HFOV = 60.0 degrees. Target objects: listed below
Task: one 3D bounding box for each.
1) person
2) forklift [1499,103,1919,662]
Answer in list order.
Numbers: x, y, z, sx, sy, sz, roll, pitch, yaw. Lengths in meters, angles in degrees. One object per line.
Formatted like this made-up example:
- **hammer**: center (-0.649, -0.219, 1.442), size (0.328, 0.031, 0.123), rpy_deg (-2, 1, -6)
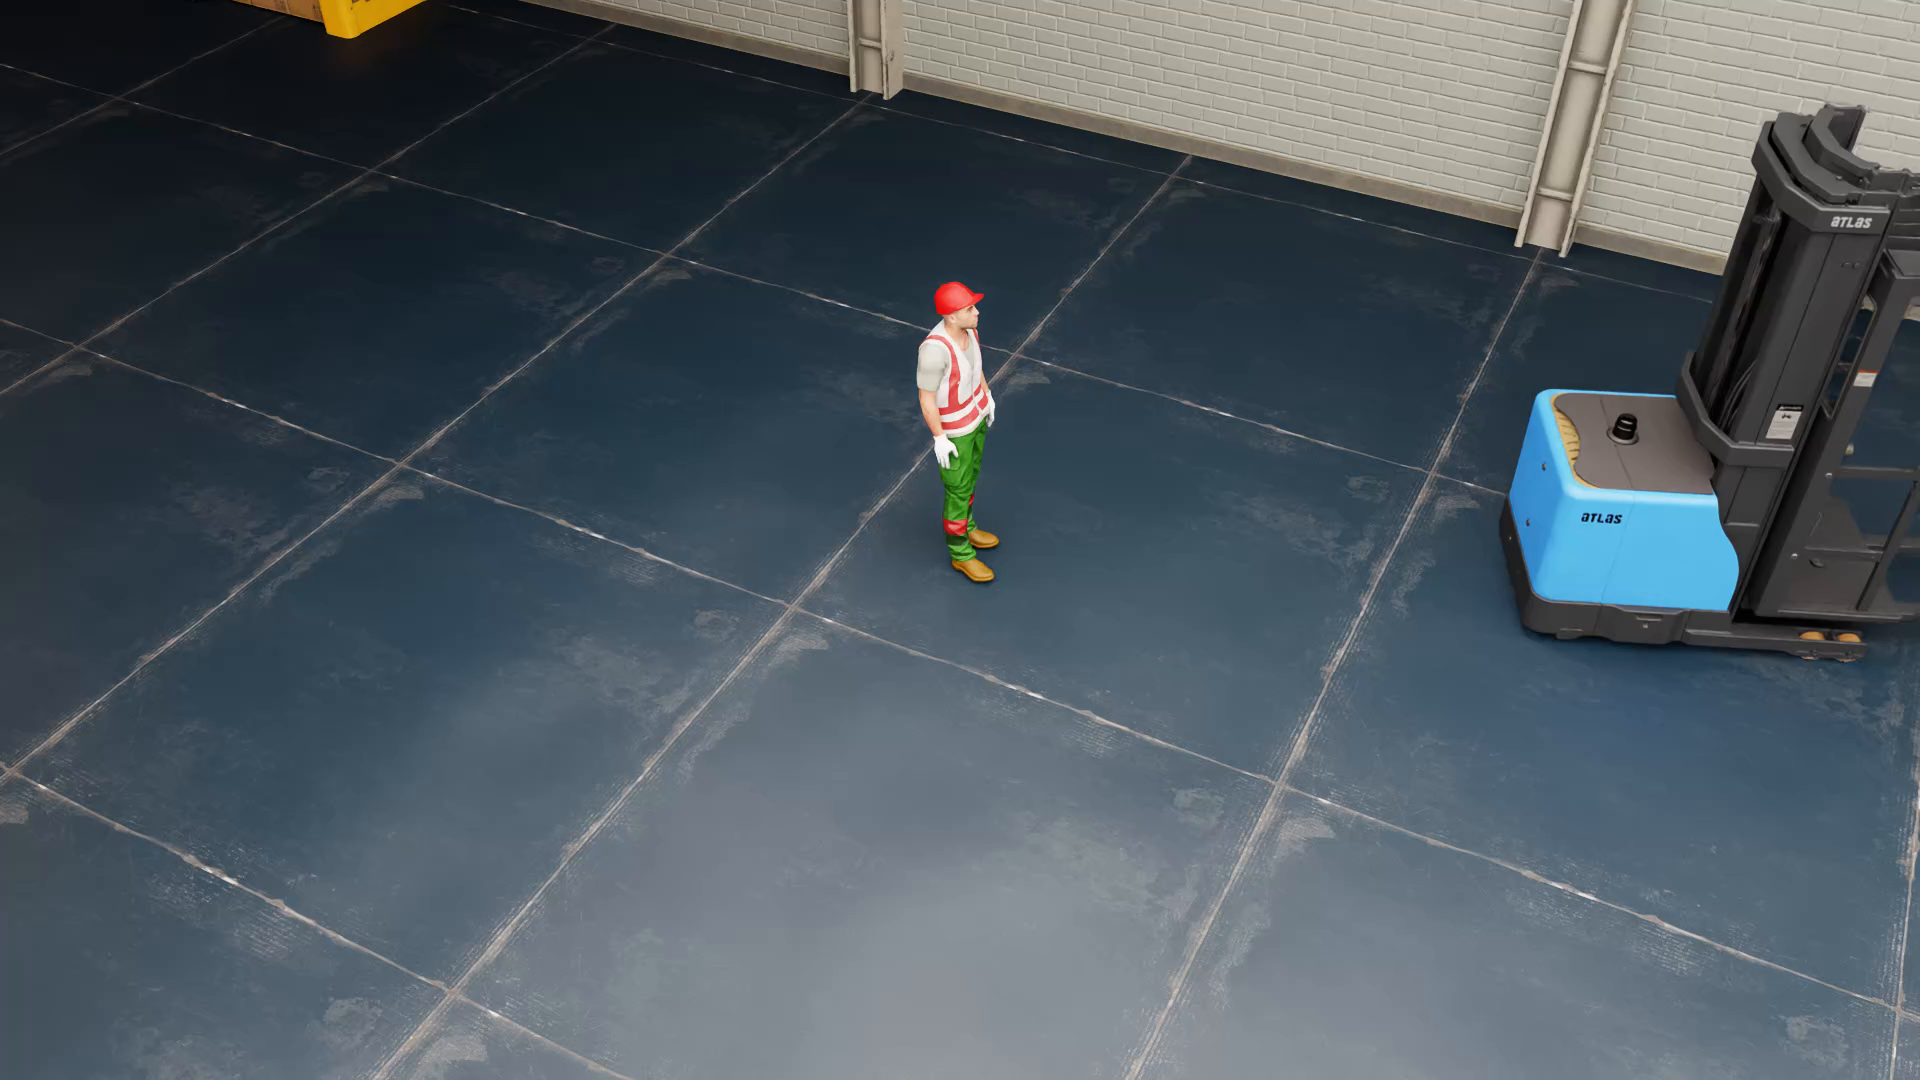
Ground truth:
- **person**: center (0.065, -0.659, 9.644), size (0.564, 1.787, 0.637), rpy_deg (18, 43, 21)
- **forklift**: center (4.790, -0.789, 8.923), size (3.031, 2.935, 1.130), rpy_deg (3, 40, 4)
